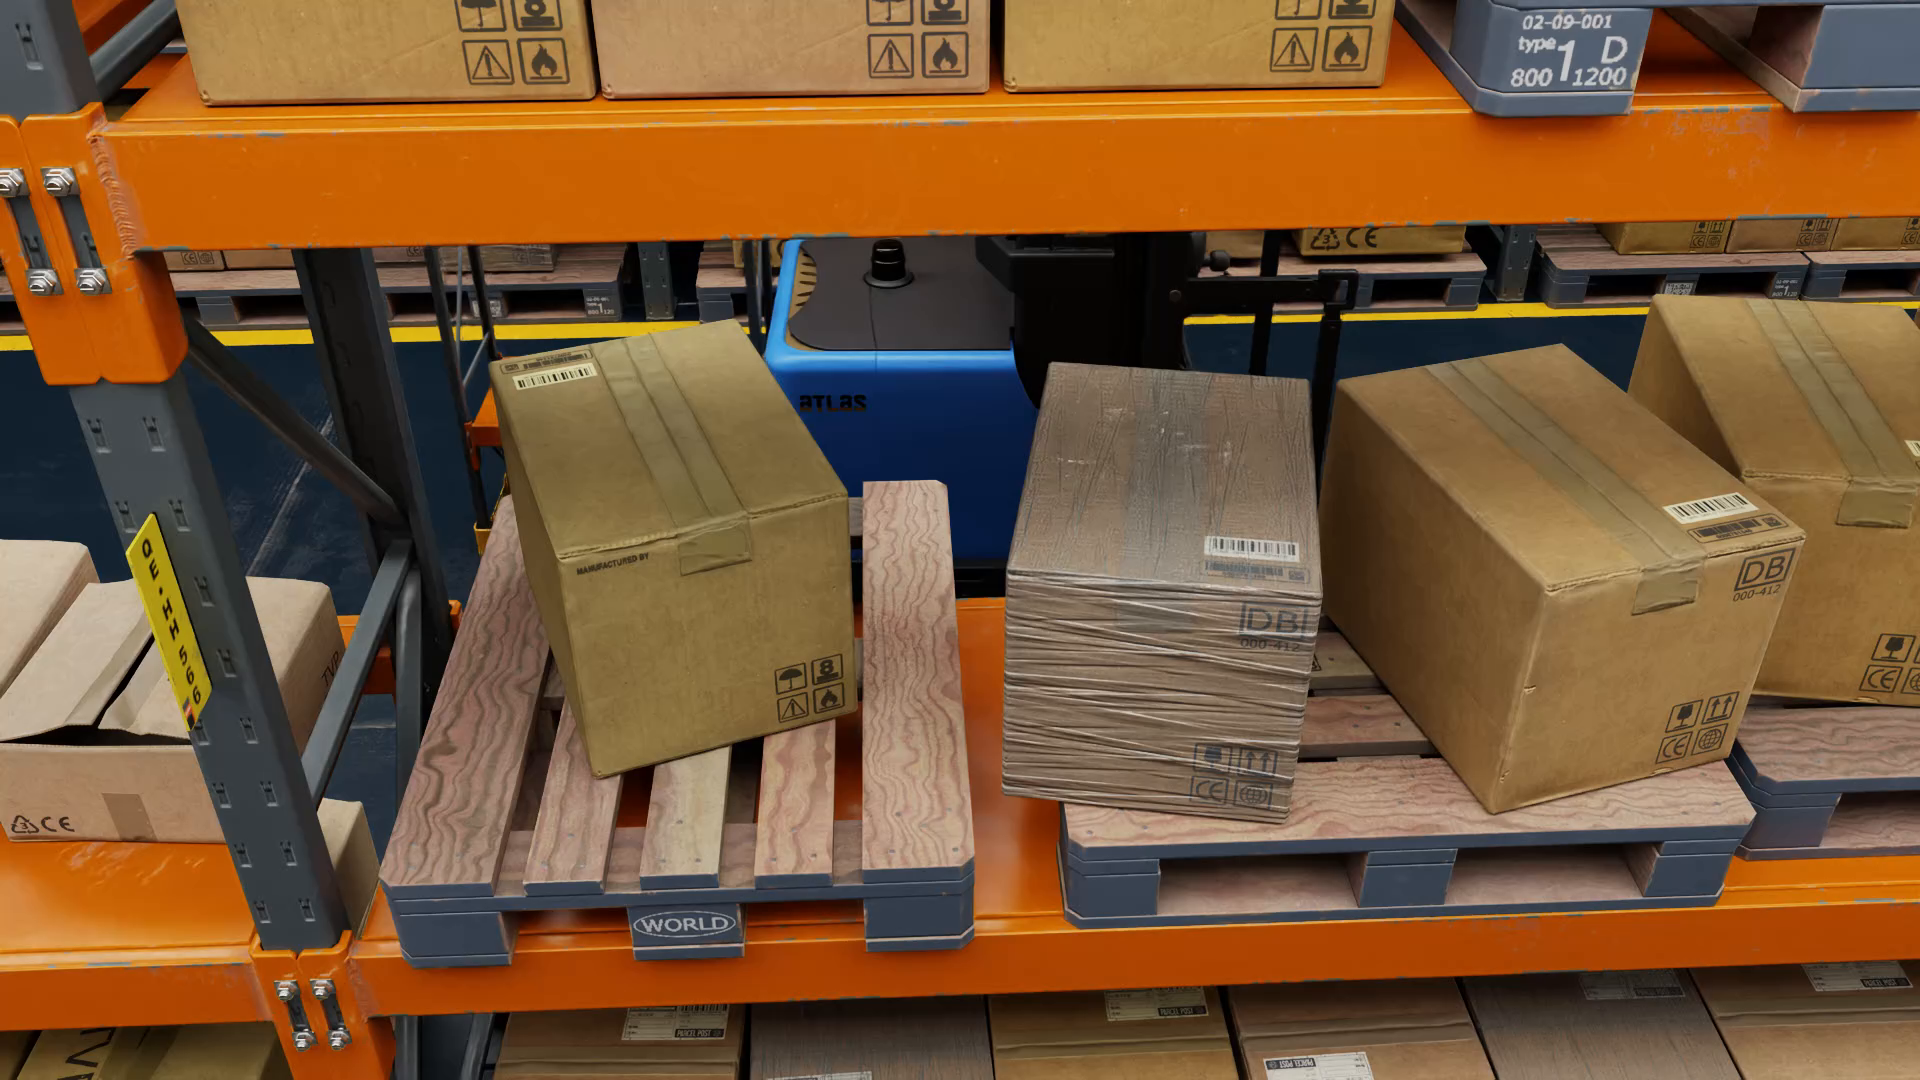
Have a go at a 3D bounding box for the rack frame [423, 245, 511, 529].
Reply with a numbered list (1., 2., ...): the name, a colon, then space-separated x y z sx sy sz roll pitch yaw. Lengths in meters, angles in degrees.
1. rack frame: -1.698 -0.612 5.816 0.032 1.500 0.500 0 35 -1

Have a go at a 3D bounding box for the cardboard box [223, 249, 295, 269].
1. cardboard box: -3.147 -1.658 7.820 0.500 0.500 0.700 -2 35 -2

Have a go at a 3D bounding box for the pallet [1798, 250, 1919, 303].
1. pallet: 4.566 -1.503 8.236 1.213 0.211 1.003 -2 35 -2

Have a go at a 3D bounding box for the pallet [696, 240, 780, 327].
1. pallet: -0.624 -1.363 8.034 1.213 0.211 1.003 -2 35 -2

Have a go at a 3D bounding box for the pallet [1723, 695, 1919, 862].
1. pallet: 2.016 0.215 3.472 1.213 0.211 1.003 -2 35 -2

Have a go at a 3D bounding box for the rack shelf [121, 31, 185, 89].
1. rack shelf: -3.413 -2.182 7.399 4.000 0.370 1.077 -2 35 -2

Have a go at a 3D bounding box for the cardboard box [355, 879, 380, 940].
1. cardboard box: -1.714 1.089 4.087 0.500 0.250 0.500 -2 35 -2

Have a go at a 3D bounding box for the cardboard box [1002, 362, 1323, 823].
1. cardboard box: 0.370 0.073 3.051 0.500 0.500 0.700 5 35 7

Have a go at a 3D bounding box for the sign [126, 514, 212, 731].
1. sign: -1.147 0.124 2.418 0.005 0.325 0.100 -2 35 -2

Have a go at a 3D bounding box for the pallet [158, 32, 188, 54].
1. pallet: -3.390 -2.376 7.216 1.213 0.211 1.003 -2 35 -2

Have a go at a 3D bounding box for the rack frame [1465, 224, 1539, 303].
1. rack frame: 2.581 -2.639 7.428 0.127 3.000 1.000 -2 35 -2

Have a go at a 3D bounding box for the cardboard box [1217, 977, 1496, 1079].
1. cardboard box: 0.837 1.237 3.637 0.500 0.500 0.500 -3 35 -4

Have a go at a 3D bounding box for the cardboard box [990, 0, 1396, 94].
1. cardboard box: 0.287 -1.049 2.406 0.500 0.500 0.910 -2 35 -2

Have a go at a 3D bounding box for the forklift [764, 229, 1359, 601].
1. forklift: 0.877 -1.182 5.382 3.031 2.935 1.130 0 35 -1

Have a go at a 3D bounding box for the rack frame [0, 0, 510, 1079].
1. rack frame: -1.177 0.284 3.203 0.127 3.000 1.000 -2 35 -2

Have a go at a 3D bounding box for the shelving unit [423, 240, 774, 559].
1. shelving unit: -1.181 -0.615 5.821 1.083 1.500 0.587 0 35 -1

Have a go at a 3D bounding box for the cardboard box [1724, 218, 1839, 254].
1. cardboard box: 3.835 -1.758 7.981 0.500 0.500 0.700 -2 35 -3

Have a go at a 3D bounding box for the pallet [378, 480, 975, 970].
1. pallet: -0.503 0.305 3.342 1.003 0.211 1.213 -2 35 -2

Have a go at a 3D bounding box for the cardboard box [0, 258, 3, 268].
1. cardboard box: -4.676 -1.606 7.745 0.500 0.500 0.700 0 35 -1

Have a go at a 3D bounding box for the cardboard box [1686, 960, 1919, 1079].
1. cardboard box: 1.845 1.208 3.678 0.500 0.500 0.500 -1 35 -2

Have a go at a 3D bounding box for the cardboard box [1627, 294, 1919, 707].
1. cardboard box: 1.651 -0.097 3.297 0.500 0.500 0.700 4 35 5

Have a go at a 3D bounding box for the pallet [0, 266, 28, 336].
1. pallet: -4.633 -1.299 7.941 1.213 0.211 1.003 -2 35 -2

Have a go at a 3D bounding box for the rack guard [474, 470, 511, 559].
1. rack guard: -1.679 -0.098 6.172 0.087 0.250 0.587 0 35 -1

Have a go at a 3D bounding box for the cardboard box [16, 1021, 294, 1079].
1. cardboard box: -1.688 1.166 3.484 0.500 0.311 0.500 -1 35 -1

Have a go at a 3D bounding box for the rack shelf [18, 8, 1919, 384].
1. rack shelf: 0.821 -0.707 2.632 4.000 0.370 1.077 -2 35 -2

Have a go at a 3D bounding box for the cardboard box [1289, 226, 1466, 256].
1. cardboard box: 1.938 -1.836 7.788 0.750 0.750 0.750 -1 35 -2

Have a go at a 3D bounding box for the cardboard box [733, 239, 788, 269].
1. cardboard box: -0.674 -1.765 7.685 0.750 0.750 0.750 -2 35 -3

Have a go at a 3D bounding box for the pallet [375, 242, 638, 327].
1. pallet: -2.195 -1.365 8.036 1.213 0.211 1.003 -2 35 -2

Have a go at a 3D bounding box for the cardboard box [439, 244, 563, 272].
1. cardboard box: -2.131 -1.635 7.787 0.500 0.500 0.700 -1 35 -2

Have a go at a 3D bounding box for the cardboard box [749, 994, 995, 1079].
1. cardboard box: -0.186 1.264 3.597 0.500 0.500 0.500 -3 35 -4

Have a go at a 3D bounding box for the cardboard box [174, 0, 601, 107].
1. cardboard box: -0.742 -1.021 2.366 0.500 0.500 0.910 -2 35 -2

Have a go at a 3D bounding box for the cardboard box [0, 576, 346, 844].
1. cardboard box: -1.542 0.306 3.250 0.500 0.311 0.500 1 35 1
